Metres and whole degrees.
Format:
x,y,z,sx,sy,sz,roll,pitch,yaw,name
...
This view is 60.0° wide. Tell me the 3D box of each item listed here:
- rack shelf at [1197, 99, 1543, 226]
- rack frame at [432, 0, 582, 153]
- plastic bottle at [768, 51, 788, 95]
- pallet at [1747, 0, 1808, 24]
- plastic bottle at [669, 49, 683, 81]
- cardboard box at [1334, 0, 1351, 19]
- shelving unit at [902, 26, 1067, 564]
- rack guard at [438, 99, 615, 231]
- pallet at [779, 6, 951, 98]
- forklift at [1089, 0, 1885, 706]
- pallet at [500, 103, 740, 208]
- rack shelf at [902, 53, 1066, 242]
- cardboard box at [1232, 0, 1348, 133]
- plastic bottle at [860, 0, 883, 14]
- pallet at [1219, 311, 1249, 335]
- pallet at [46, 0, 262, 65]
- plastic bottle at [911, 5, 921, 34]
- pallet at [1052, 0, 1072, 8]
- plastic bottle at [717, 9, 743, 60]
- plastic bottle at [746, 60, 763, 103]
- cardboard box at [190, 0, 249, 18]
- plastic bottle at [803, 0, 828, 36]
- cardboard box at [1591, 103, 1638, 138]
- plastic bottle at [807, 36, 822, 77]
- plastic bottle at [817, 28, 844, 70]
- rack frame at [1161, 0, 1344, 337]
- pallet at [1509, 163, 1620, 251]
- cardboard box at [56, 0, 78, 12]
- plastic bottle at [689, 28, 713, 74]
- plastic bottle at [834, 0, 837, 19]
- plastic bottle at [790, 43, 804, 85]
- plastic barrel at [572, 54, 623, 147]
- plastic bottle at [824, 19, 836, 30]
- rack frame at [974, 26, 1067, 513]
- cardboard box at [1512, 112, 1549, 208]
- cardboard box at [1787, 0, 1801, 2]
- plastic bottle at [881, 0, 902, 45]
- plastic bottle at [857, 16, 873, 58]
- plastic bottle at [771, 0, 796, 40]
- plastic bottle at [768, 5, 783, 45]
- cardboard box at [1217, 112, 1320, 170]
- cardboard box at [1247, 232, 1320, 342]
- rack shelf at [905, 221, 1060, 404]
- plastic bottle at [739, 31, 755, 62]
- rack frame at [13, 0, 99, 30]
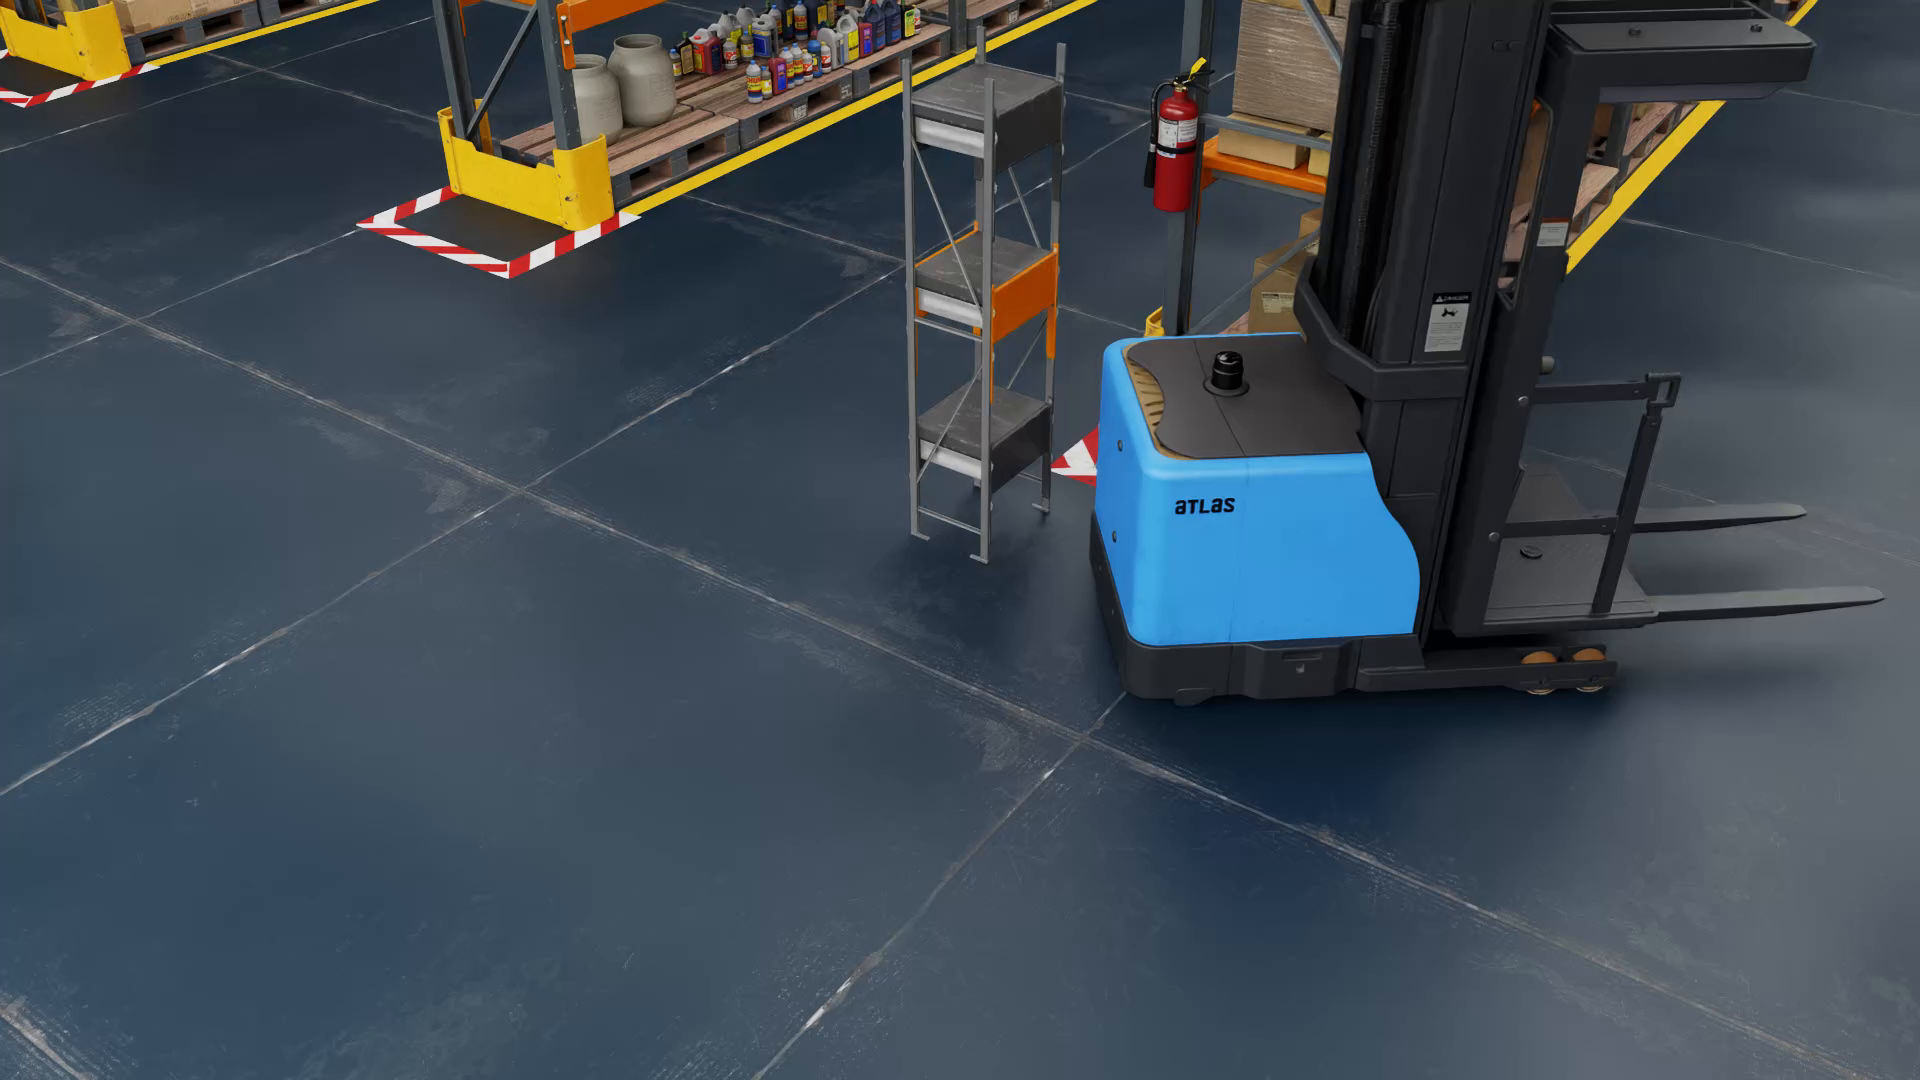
x,y,z,sx,sy,sz,roll,pitch,yaw,name
2.535,-2.341,8.677,1.077,0.370,4.000,21,39,28,rack shelf
-2.674,-3.301,9.453,1.000,3.000,0.127,21,39,28,rack frame
-1.241,-3.191,11.323,0.061,0.283,0.133,22,40,29,plastic bottle
6.467,-4.584,13.840,1.003,0.211,1.213,21,39,28,pallet
-1.987,-3.309,11.571,0.097,0.201,0.097,0,34,0,plastic bottle
1.932,-2.464,6.968,0.500,0.500,0.500,21,39,28,cardboard box
0.094,-0.946,6.774,0.431,2.100,0.503,21,39,28,shelving unit
-2.670,-2.315,10.228,1.175,0.500,0.348,21,39,28,rack guard
-0.811,-3.691,12.519,1.003,0.211,1.213,21,39,28,pallet
2.090,-0.916,5.988,3.031,2.935,1.130,-3,34,-4,forklift
-2.202,-2.568,10.859,1.003,0.211,1.213,21,39,28,pallet
0.094,-1.515,6.390,0.431,0.518,0.480,21,39,28,rack shelf
1.731,-2.128,7.364,0.875,0.500,0.500,21,39,28,cardboard box
-0.643,-3.884,12.288,0.144,0.351,0.185,21,39,28,plastic bottle
1.930,-0.961,8.483,1.003,0.211,1.213,21,39,28,pallet
-6.340,-4.095,13.117,1.003,0.211,1.213,21,39,28,pallet
-0.345,-3.898,12.442,0.097,0.201,0.097,0,34,0,plastic bottle
0.717,-4.924,14.343,1.003,0.211,1.213,21,39,28,pallet
-1.651,-3.620,11.897,0.144,0.351,0.185,23,40,30,plastic bottle
-1.385,-3.088,11.181,0.097,0.271,0.097,0,34,0,plastic bottle
-5.971,-4.327,13.050,0.500,0.250,0.500,21,39,28,cardboard box
-1.076,-3.942,12.373,0.144,0.351,0.185,21,39,28,plastic bottle
4.043,-2.982,10.821,0.700,0.500,0.500,18,38,25,cardboard box
-1.017,-3.385,11.620,0.097,0.271,0.097,0,34,0,plastic bottle
-0.914,-3.497,11.782,0.152,0.276,0.135,22,40,29,plastic bottle
1.394,-1.719,7.114,1.000,3.000,0.127,21,39,28,rack frame
3.321,-2.084,10.143,1.003,0.211,1.213,21,39,28,pallet
-6.679,-4.261,12.953,0.500,0.250,0.500,21,39,28,cardboard box
-1.821,-3.447,11.709,0.152,0.276,0.135,22,40,29,plastic bottle
-0.993,-4.111,12.757,0.097,0.201,0.097,0,34,0,plastic bottle
-1.132,-3.292,11.482,0.097,0.271,0.097,0,34,0,plastic bottle
-2.362,-2.772,10.517,0.421,0.512,0.421,0,34,0,plastic barrel
-0.917,-3.594,11.919,0.061,0.283,0.133,21,39,28,plastic bottle
0.234,-1.058,6.940,0.400,2.100,0.015,21,39,28,rack frame
3.094,-2.261,9.772,0.500,0.500,0.500,-23,40,-30,cardboard box
6.367,-5.005,13.495,1.225,0.875,0.875,19,39,26,cardboard box
-0.524,-3.838,12.220,0.144,0.351,0.185,20,39,27,plastic bottle
-0.692,-3.634,11.978,0.061,0.283,0.133,24,41,31,plastic bottle
-1.302,-3.901,12.313,0.144,0.351,0.185,20,39,26,plastic bottle
-1.356,-3.788,12.217,0.097,0.271,0.097,0,34,0,plastic bottle
1.387,-1.812,7.476,0.380,0.149,0.250,21,39,28,cardboard box
1.764,-1.139,8.114,0.500,0.500,0.500,-29,43,-35,cardboard box
0.094,-0.935,6.782,0.431,0.518,0.480,21,39,28,rack shelf
-1.527,-3.539,11.911,0.097,0.201,0.097,0,34,0,plastic bottle
-6.742,-4.885,11.796,1.000,3.000,0.127,21,39,28,rack frame
